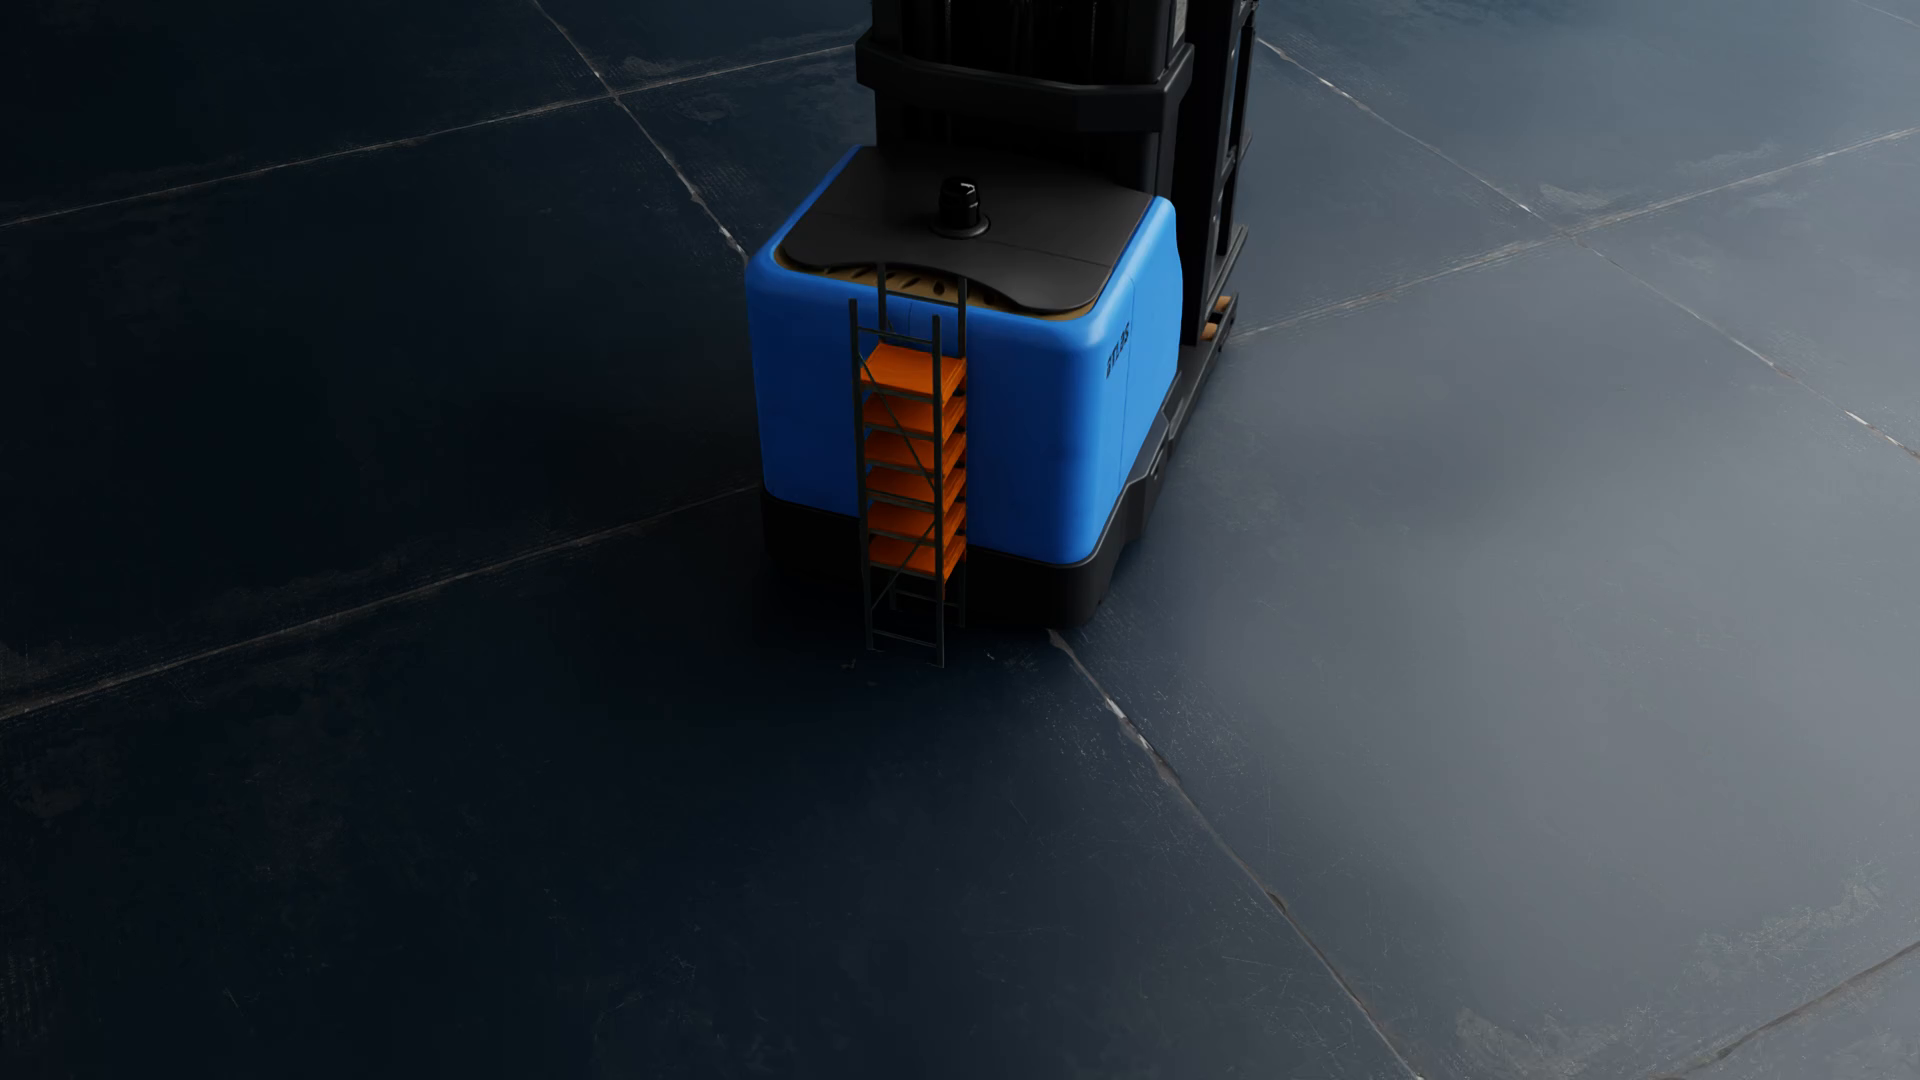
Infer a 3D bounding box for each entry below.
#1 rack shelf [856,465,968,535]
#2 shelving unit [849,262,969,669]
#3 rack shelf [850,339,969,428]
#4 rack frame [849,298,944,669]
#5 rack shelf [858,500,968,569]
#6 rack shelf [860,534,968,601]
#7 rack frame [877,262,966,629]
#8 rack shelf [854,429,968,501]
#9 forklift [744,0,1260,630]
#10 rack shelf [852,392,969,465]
[{"bbox_3d":[-0.129,-0.133,4.547,0.258,0.103,0.180,13,42,15],"label":"rack shelf"},{"bbox_3d":[-0.129,-0.167,4.518,0.258,1.200,0.189,13,42,15],"label":"shelving unit"},{"bbox_3d":[-0.129,-0.408,4.315,0.258,0.103,0.180,13,42,15],"label":"rack shelf"},{"bbox_3d":[-0.160,-0.111,4.453,0.240,1.200,0.006,13,42,15],"label":"rack frame"},{"bbox_3d":[-0.129,-0.041,4.625,0.258,0.103,0.180,13,42,15],"label":"rack shelf"},{"bbox_3d":[-0.129,0.050,4.702,0.258,0.103,0.180,13,42,15],"label":"rack shelf"},{"bbox_3d":[-0.098,-0.222,4.584,0.240,1.200,0.006,13,42,15],"label":"rack frame"},{"bbox_3d":[-0.129,-0.225,4.470,0.258,0.103,0.180,13,42,15],"label":"rack shelf"},{"bbox_3d":[0.380,-1.818,5.129,1.130,2.935,3.031,13,42,15],"label":"forklift"},{"bbox_3d":[-0.129,-0.316,4.392,0.258,0.103,0.180,13,42,15],"label":"rack shelf"}]
